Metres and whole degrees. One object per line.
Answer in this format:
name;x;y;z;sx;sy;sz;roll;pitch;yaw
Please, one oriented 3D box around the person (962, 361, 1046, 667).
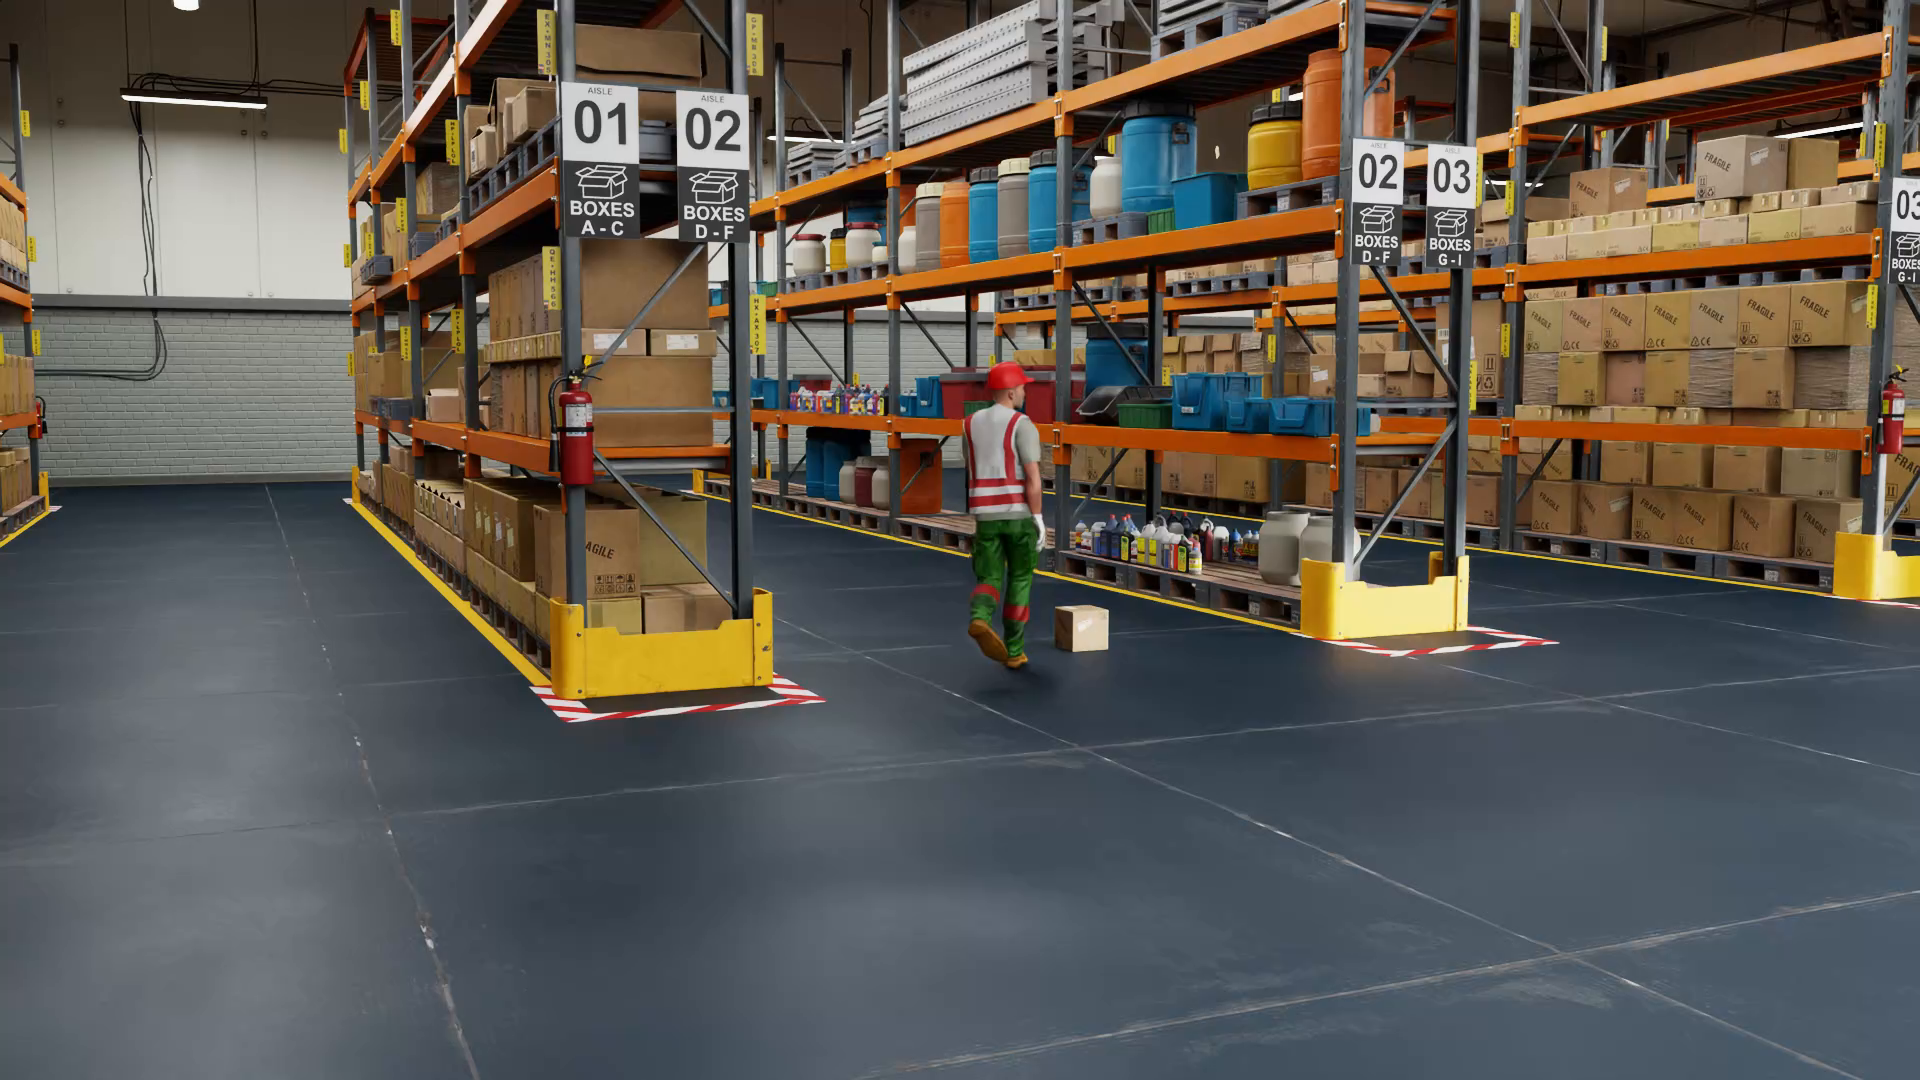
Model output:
person;0.230;-0.133;9.474;0.555;1.761;0.741;2;6;21
